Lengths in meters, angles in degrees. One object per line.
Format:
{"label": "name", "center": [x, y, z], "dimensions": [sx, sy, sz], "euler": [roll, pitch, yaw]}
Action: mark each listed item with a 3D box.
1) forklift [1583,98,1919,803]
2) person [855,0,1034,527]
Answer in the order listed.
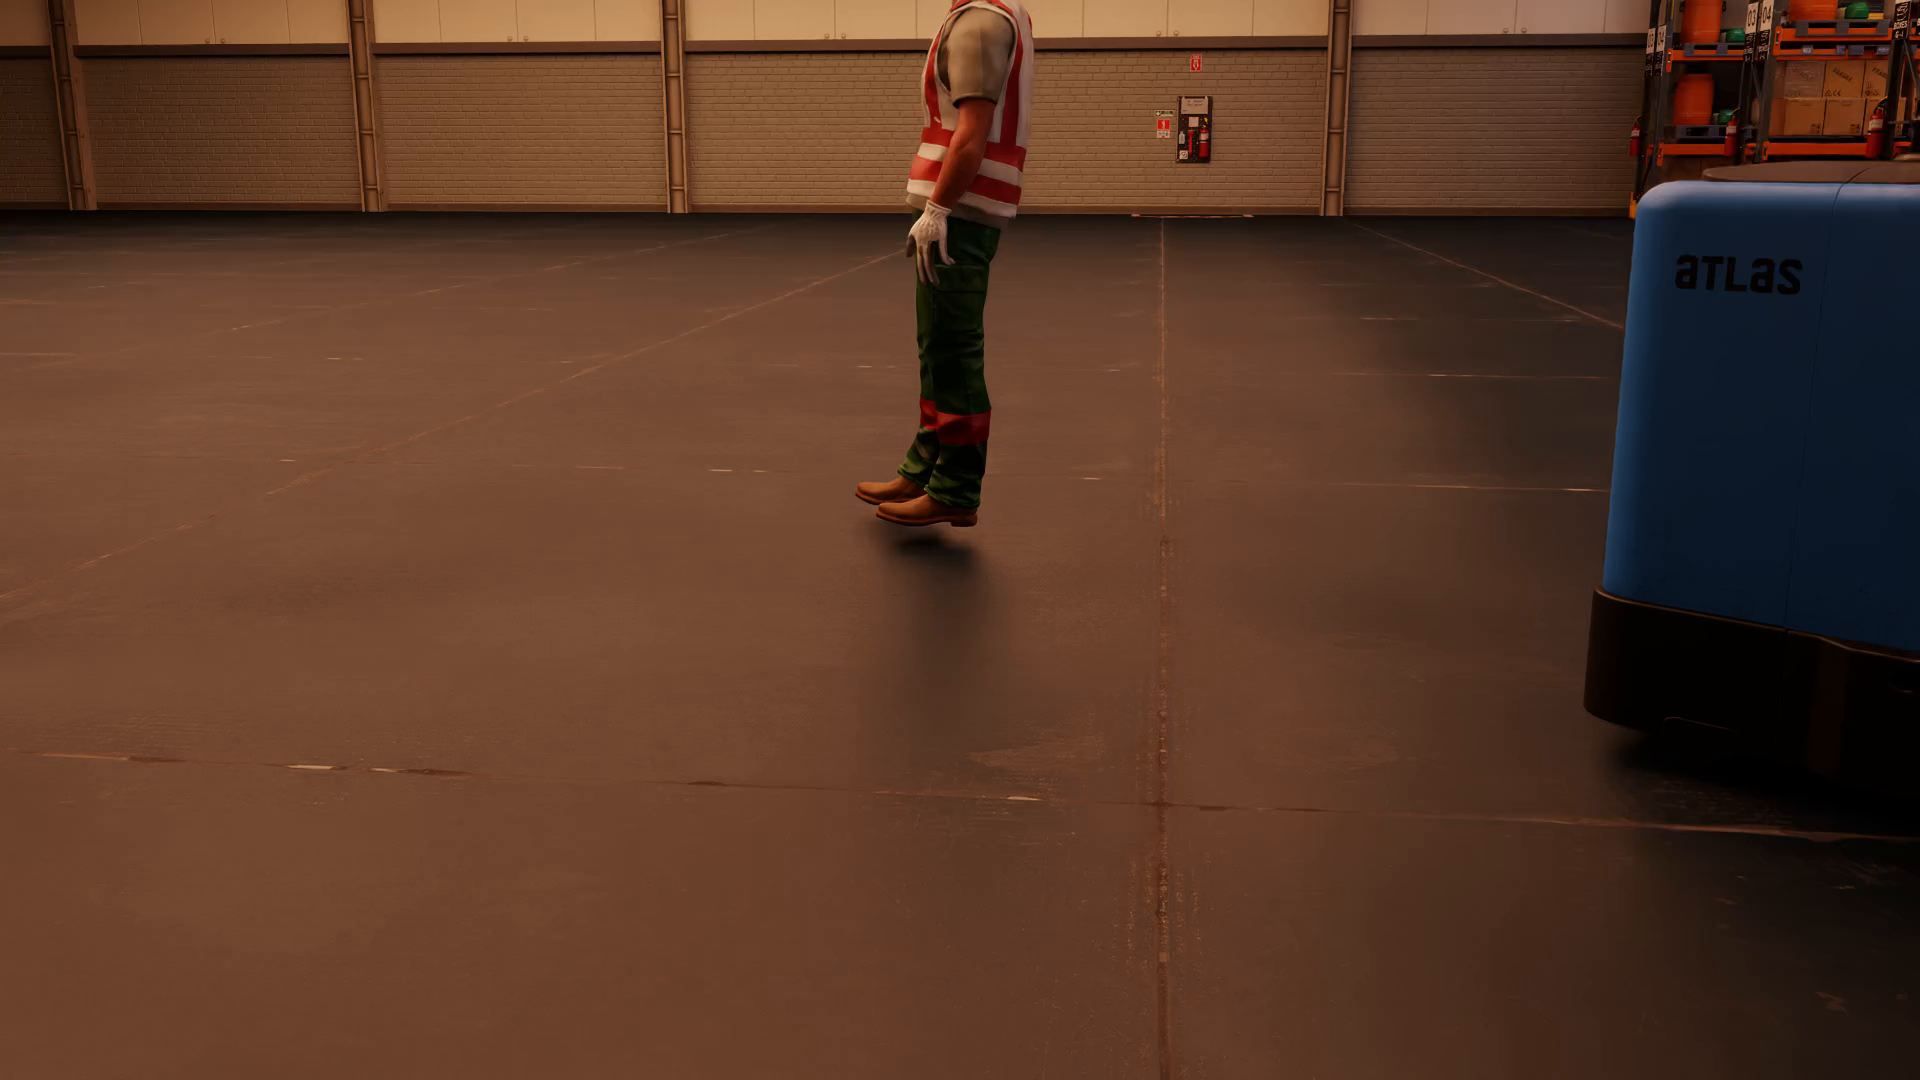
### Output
{"label": "forklift", "center": [2.627, -0.874, 2.247], "dimensions": [3.031, 2.935, 1.130], "euler": [12, 18, 42]}
{"label": "person", "center": [-0.078, -0.922, 4.753], "dimensions": [0.564, 1.786, 0.638], "euler": [2, 13, 7]}
